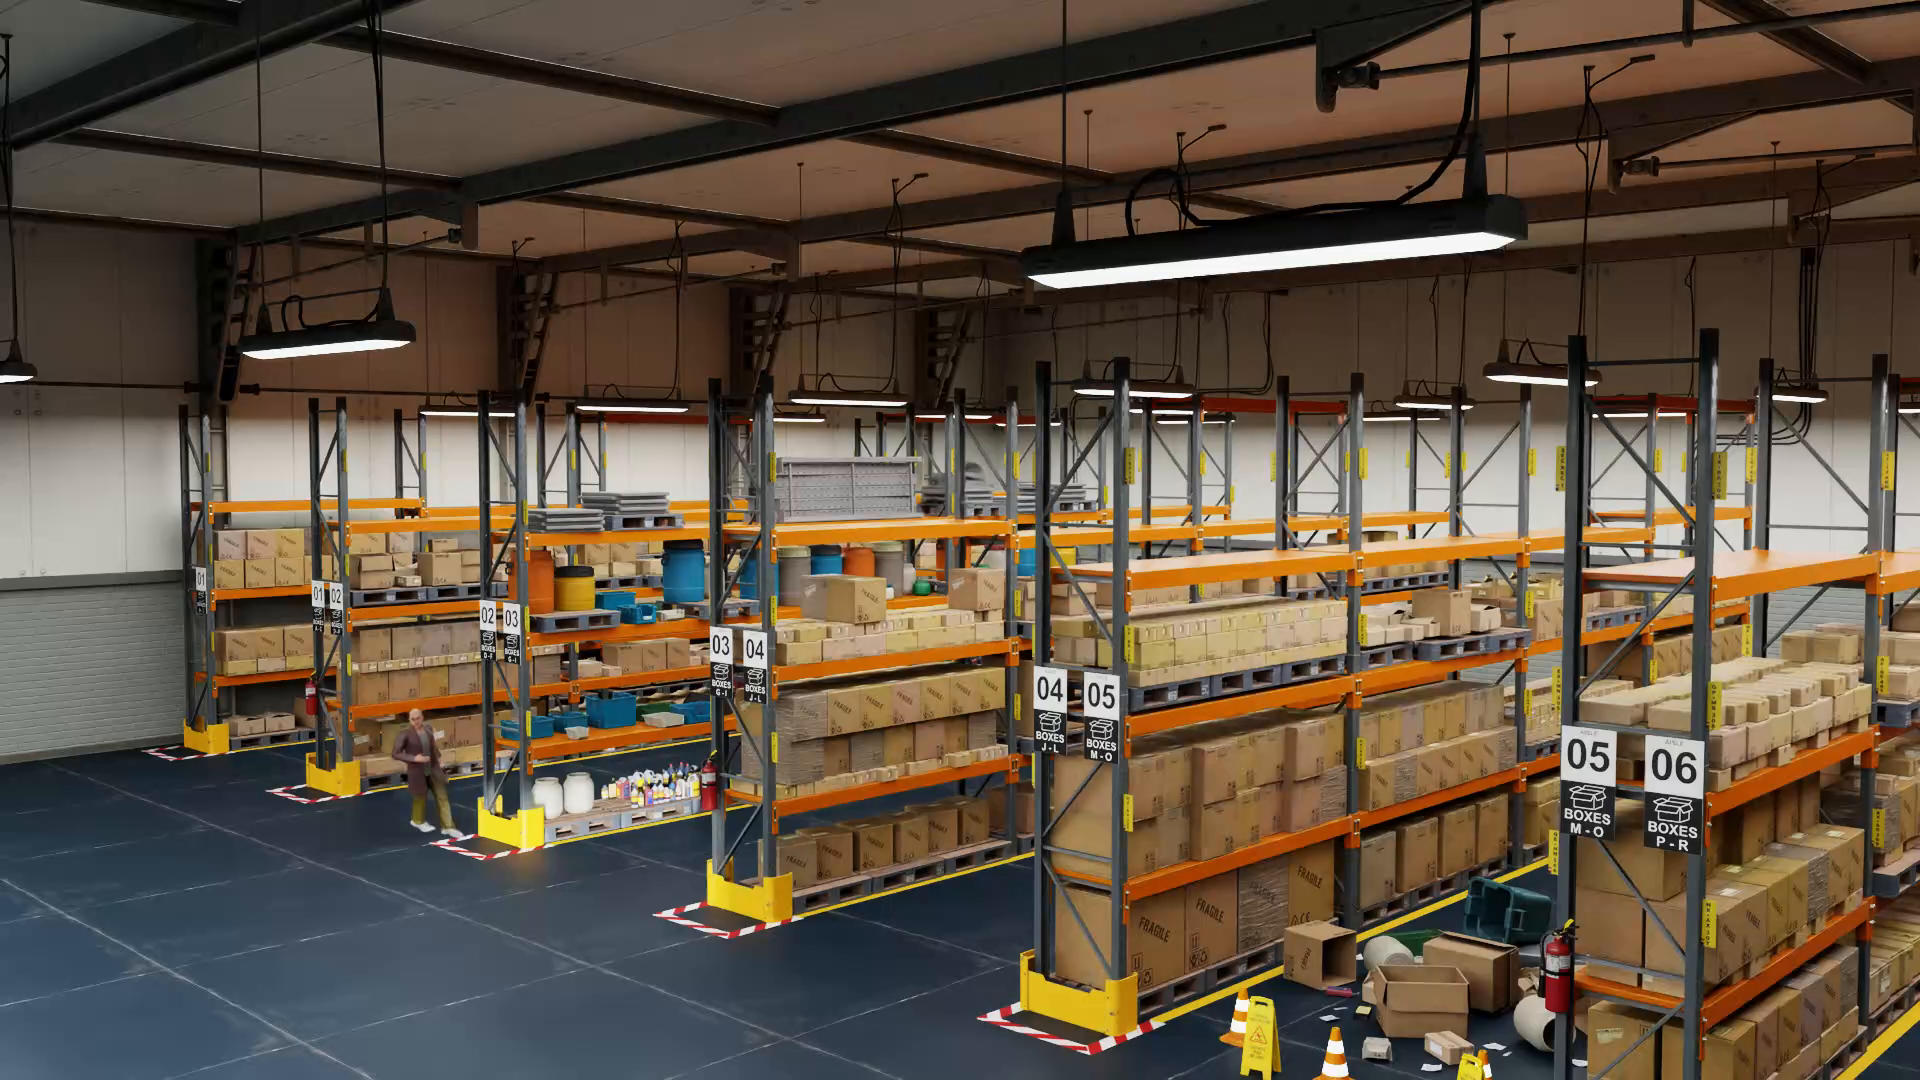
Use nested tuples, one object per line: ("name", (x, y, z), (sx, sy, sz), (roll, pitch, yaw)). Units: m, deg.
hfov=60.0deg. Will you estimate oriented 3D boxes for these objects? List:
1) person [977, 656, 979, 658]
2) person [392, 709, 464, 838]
("person", (0.534, 2.637, 31.927), (0.684, 1.706, 0.678), (-1, 3, -25))
("person", (-7.170, 3.098, 22.092), (0.791, 1.730, 0.998), (-3, 4, -40))
